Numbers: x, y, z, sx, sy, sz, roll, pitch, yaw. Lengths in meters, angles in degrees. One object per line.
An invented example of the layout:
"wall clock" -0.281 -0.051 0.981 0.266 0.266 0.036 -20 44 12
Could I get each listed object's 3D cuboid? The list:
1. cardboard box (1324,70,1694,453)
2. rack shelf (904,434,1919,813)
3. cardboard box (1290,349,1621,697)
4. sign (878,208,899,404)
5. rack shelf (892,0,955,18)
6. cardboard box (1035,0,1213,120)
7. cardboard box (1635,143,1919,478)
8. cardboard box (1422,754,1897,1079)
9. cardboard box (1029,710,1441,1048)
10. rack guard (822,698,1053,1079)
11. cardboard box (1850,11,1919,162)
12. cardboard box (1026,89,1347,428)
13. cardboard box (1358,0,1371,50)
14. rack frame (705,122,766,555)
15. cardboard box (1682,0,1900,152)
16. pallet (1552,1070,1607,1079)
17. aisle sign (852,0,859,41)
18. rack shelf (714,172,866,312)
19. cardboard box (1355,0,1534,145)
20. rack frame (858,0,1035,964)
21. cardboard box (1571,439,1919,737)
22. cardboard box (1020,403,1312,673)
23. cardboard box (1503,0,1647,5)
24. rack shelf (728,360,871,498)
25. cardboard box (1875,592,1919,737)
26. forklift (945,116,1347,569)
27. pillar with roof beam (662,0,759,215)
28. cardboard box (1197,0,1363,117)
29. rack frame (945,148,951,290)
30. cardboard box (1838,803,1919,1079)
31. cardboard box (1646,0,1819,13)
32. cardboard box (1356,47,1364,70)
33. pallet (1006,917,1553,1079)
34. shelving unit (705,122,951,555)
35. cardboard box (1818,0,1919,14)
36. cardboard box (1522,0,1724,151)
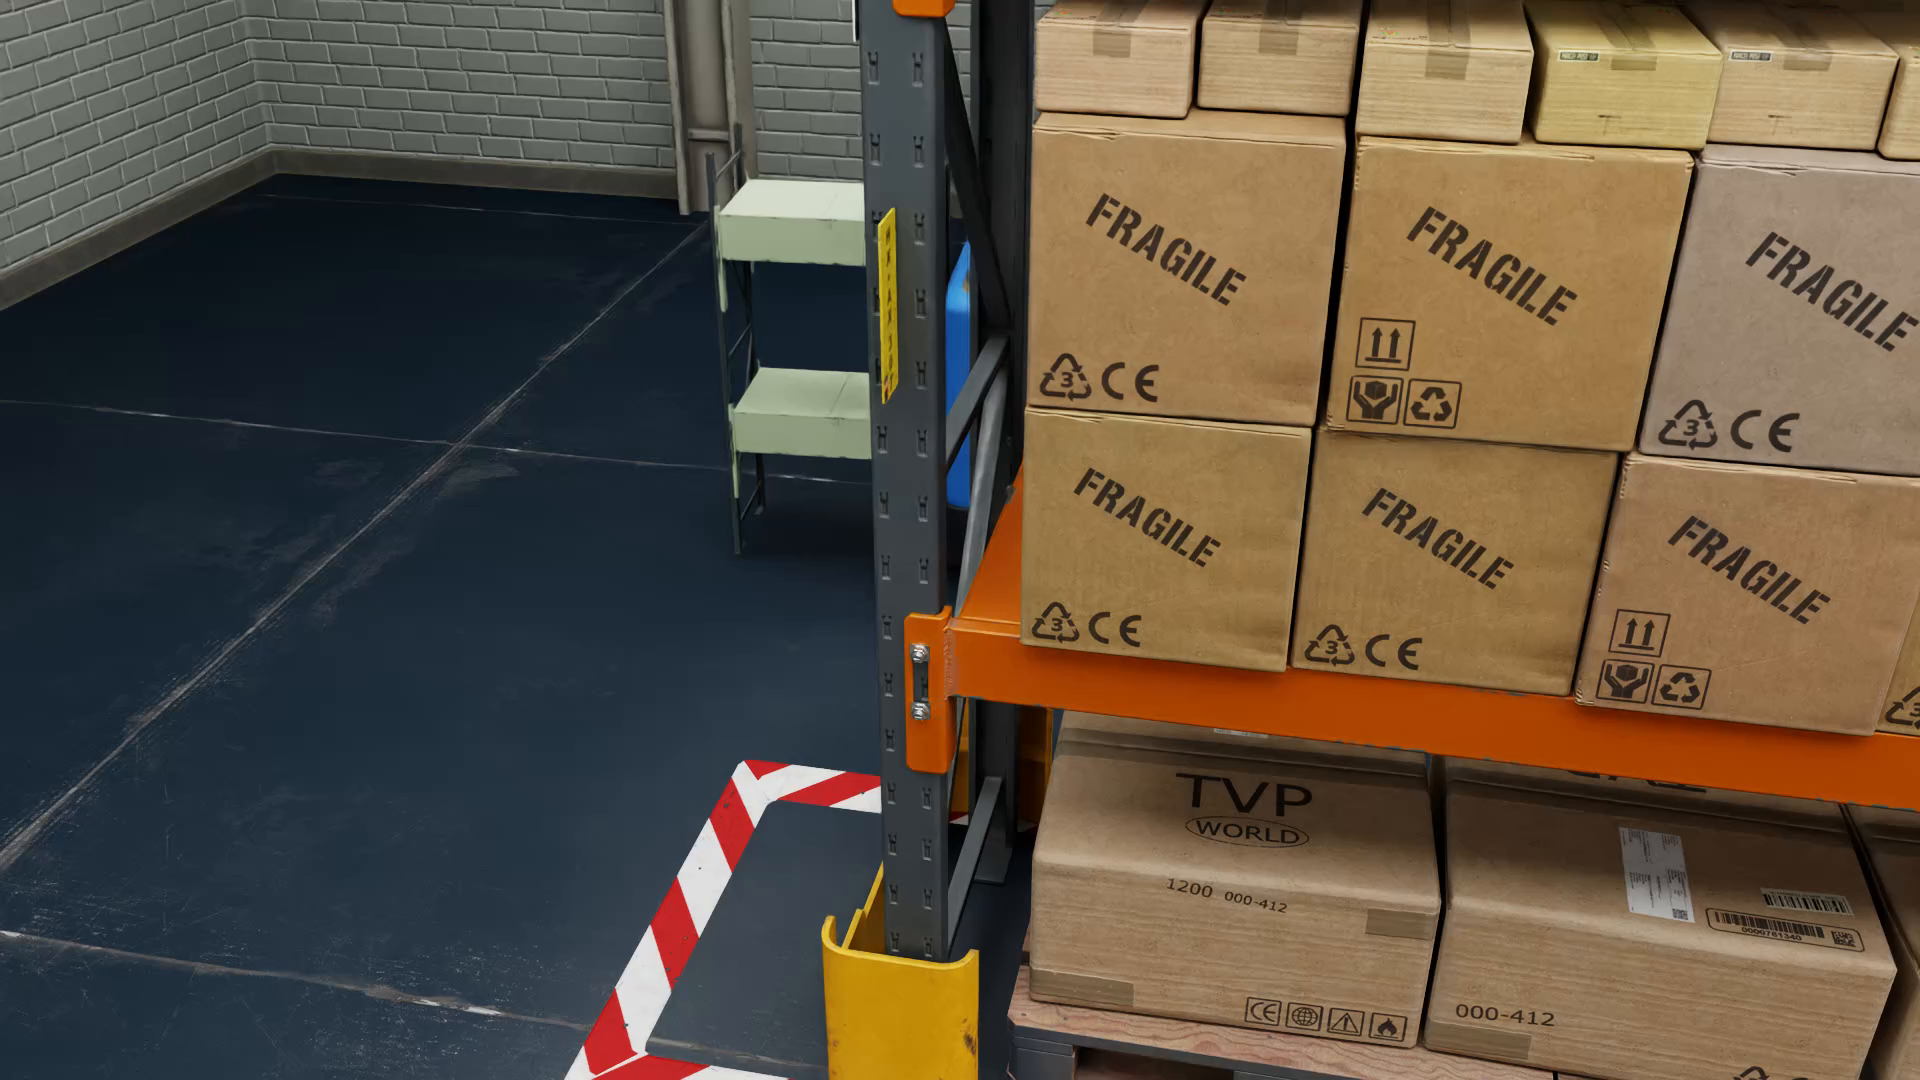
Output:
"cardboard box" 0.915 -0.500 2.894 0.500 0.500 0.500 5 29 9
"rack shelf" 1.954 0.268 3.386 4.000 0.370 1.077 6 29 11
"cardboard box" 0.908 -0.071 3.152 0.500 0.500 0.500 5 29 10
"sign" -0.124 -0.402 2.878 0.005 0.325 0.100 6 29 11
"rack shelf" 1.954 -1.048 2.665 4.000 0.370 1.077 6 29 11
"cardboard box" 0.288 -0.849 2.857 0.250 0.149 0.380 6 29 12
"cardboard box" 1.420 -0.452 2.807 0.500 0.500 0.500 6 29 10
"cardboard box" 1.561 0.799 3.898 0.875 0.438 0.875 7 29 12
"cardboard box" 0.665 0.711 4.059 0.875 0.438 0.875 5 29 9
"rack guard" -0.025 0.846 4.184 0.348 0.500 1.175 6 29 11
"cardboard box" 1.553 -0.712 2.607 0.250 0.149 0.380 6 29 11
"cardboard box" 0.408 -0.549 2.983 0.500 0.500 0.500 5 29 9
"cardboard box" 0.914 -1.072 3.265 0.250 0.149 0.380 6 29 10
"rack frame" -0.795 -0.698 5.963 0.023 1.500 0.400 4 29 7
"cardboard box" 1.318 -0.757 2.689 0.250 0.149 0.380 6 29 11
"pallet" 1.986 1.142 3.944 1.213 0.211 1.003 6 29 11
"aisle sign" -0.133 -1.259 2.720 0.004 0.787 0.394 6 29 11
"rack shelf" -0.433 -1.016 5.732 0.720 0.370 0.431 4 29 7
"cardboard box" 0.789 -0.777 2.724 0.250 0.149 0.380 7 29 12
"rack frame" -0.002 -0.248 3.579 0.127 3.000 1.000 6 29 11
"cardboard box" 1.402 -0.012 3.044 0.500 0.500 0.500 6 29 10
"cardboard box" 0.408 -0.109 3.221 0.500 0.500 0.500 6 29 10
"cardboard box" 1.152 -1.028 3.183 0.250 0.149 0.380 7 29 12
"rack shelf" -0.433 -0.388 6.076 0.720 0.370 0.431 4 29 7
"cardboard box" 1.895 0.031 2.966 0.500 0.500 0.500 7 29 12
"forklift" 1.481 -1.276 5.529 3.031 2.935 1.130 4 29 7
"pillar with roof beam" -2.316 -3.883 3.972 0.400 9.000 9.100 6 29 11
"cardboard box" 0.559 -0.856 2.870 0.250 0.149 0.380 7 29 12
"rack frame" -0.070 -0.650 5.876 0.023 1.500 0.400 4 29 7
"cardboard box" 2.443 0.890 3.732 0.875 0.438 0.875 5 29 9
"cardboard box" 1.393 -0.968 3.074 0.250 0.149 0.380 6 29 10
"cardboard box" 1.037 -0.755 3.361 0.500 0.500 0.500 6 29 11
"pallet" 0.797 1.019 4.170 1.213 0.211 1.003 6 29 11
"shelving unit" -0.433 -0.674 5.919 0.755 1.500 0.431 4 29 7
"cardboard box" 1.650 -0.971 3.079 0.250 0.149 0.380 7 29 12
"cardboard box" 1.050 -0.759 2.691 0.250 0.149 0.380 5 29 9
